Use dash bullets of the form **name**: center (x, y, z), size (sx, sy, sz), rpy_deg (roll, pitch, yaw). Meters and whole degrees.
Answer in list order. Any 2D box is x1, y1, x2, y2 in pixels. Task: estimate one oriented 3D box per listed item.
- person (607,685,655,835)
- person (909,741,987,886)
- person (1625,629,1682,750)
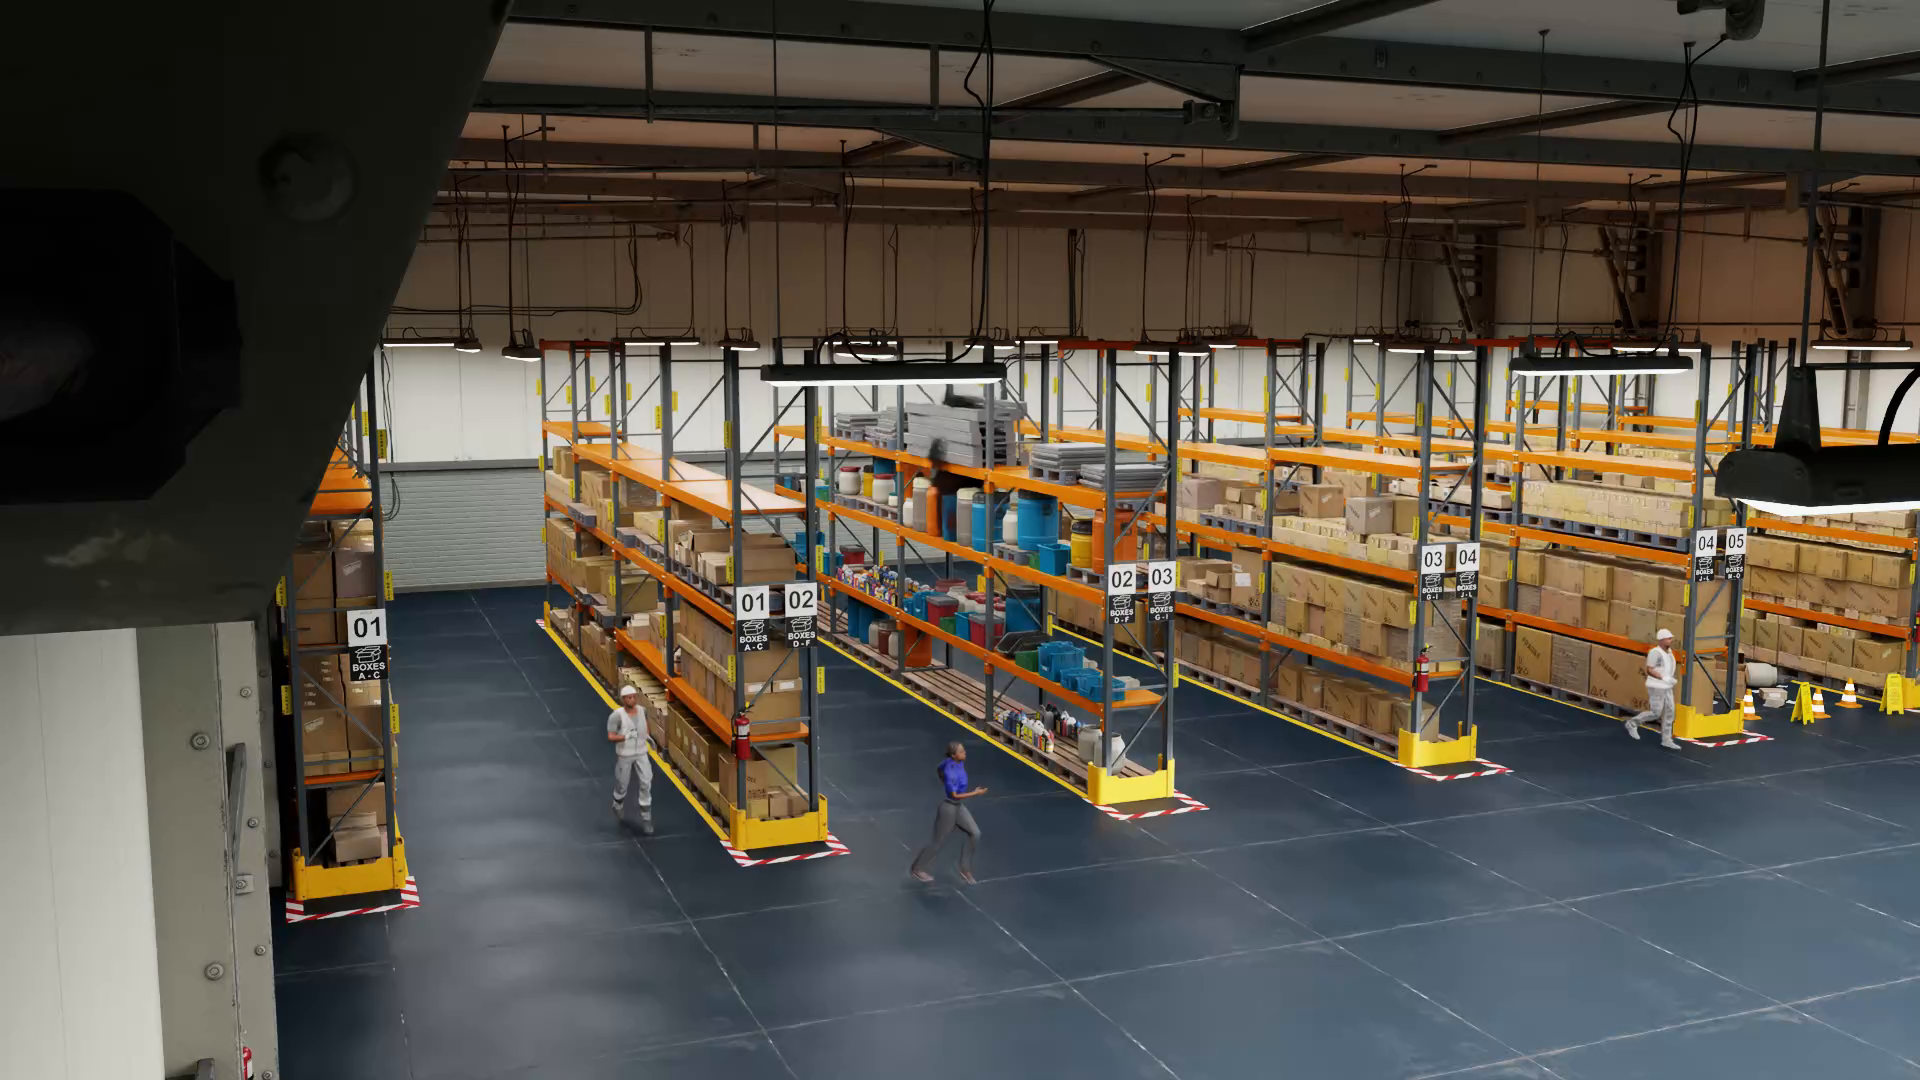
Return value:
- **person**: center (-4.120, 2.721, 20.871), size (0.653, 1.827, 0.871), rpy_deg (-4, 9, -30)
- **person**: center (-0.115, 3.088, 18.786), size (0.881, 1.696, 0.583), rpy_deg (2, 8, 13)
- **person**: center (10.479, 2.216, 24.985), size (0.709, 1.790, 0.835), rpy_deg (-7, 10, -43)
